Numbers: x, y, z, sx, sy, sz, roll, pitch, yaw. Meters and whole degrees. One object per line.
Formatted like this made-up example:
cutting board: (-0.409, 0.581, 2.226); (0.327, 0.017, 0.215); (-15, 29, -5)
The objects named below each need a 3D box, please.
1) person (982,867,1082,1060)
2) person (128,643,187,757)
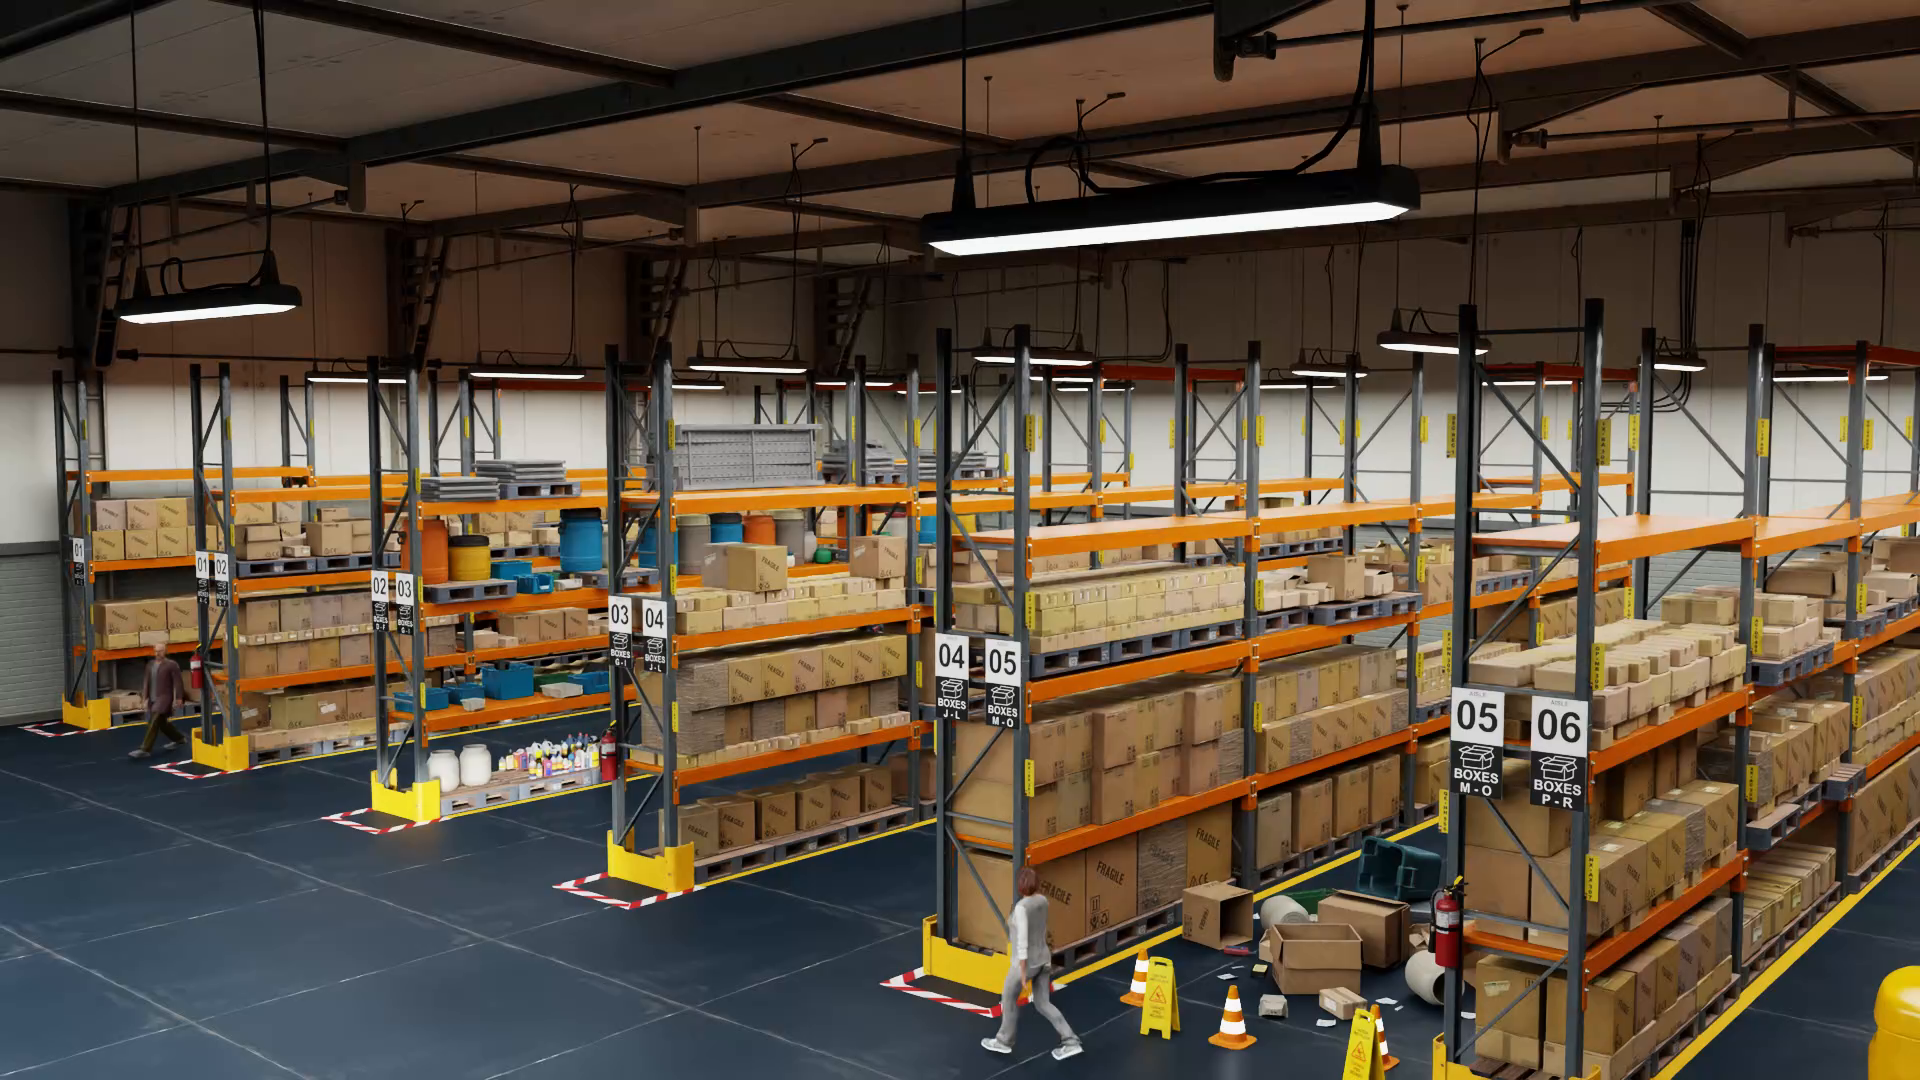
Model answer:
person: (0.577, 3.408, 13.390); (0.903, 1.547, 0.486); (3, 5, 38)
person: (-12.382, 2.447, 25.639); (0.550, 1.707, 1.142); (2, 4, 22)
